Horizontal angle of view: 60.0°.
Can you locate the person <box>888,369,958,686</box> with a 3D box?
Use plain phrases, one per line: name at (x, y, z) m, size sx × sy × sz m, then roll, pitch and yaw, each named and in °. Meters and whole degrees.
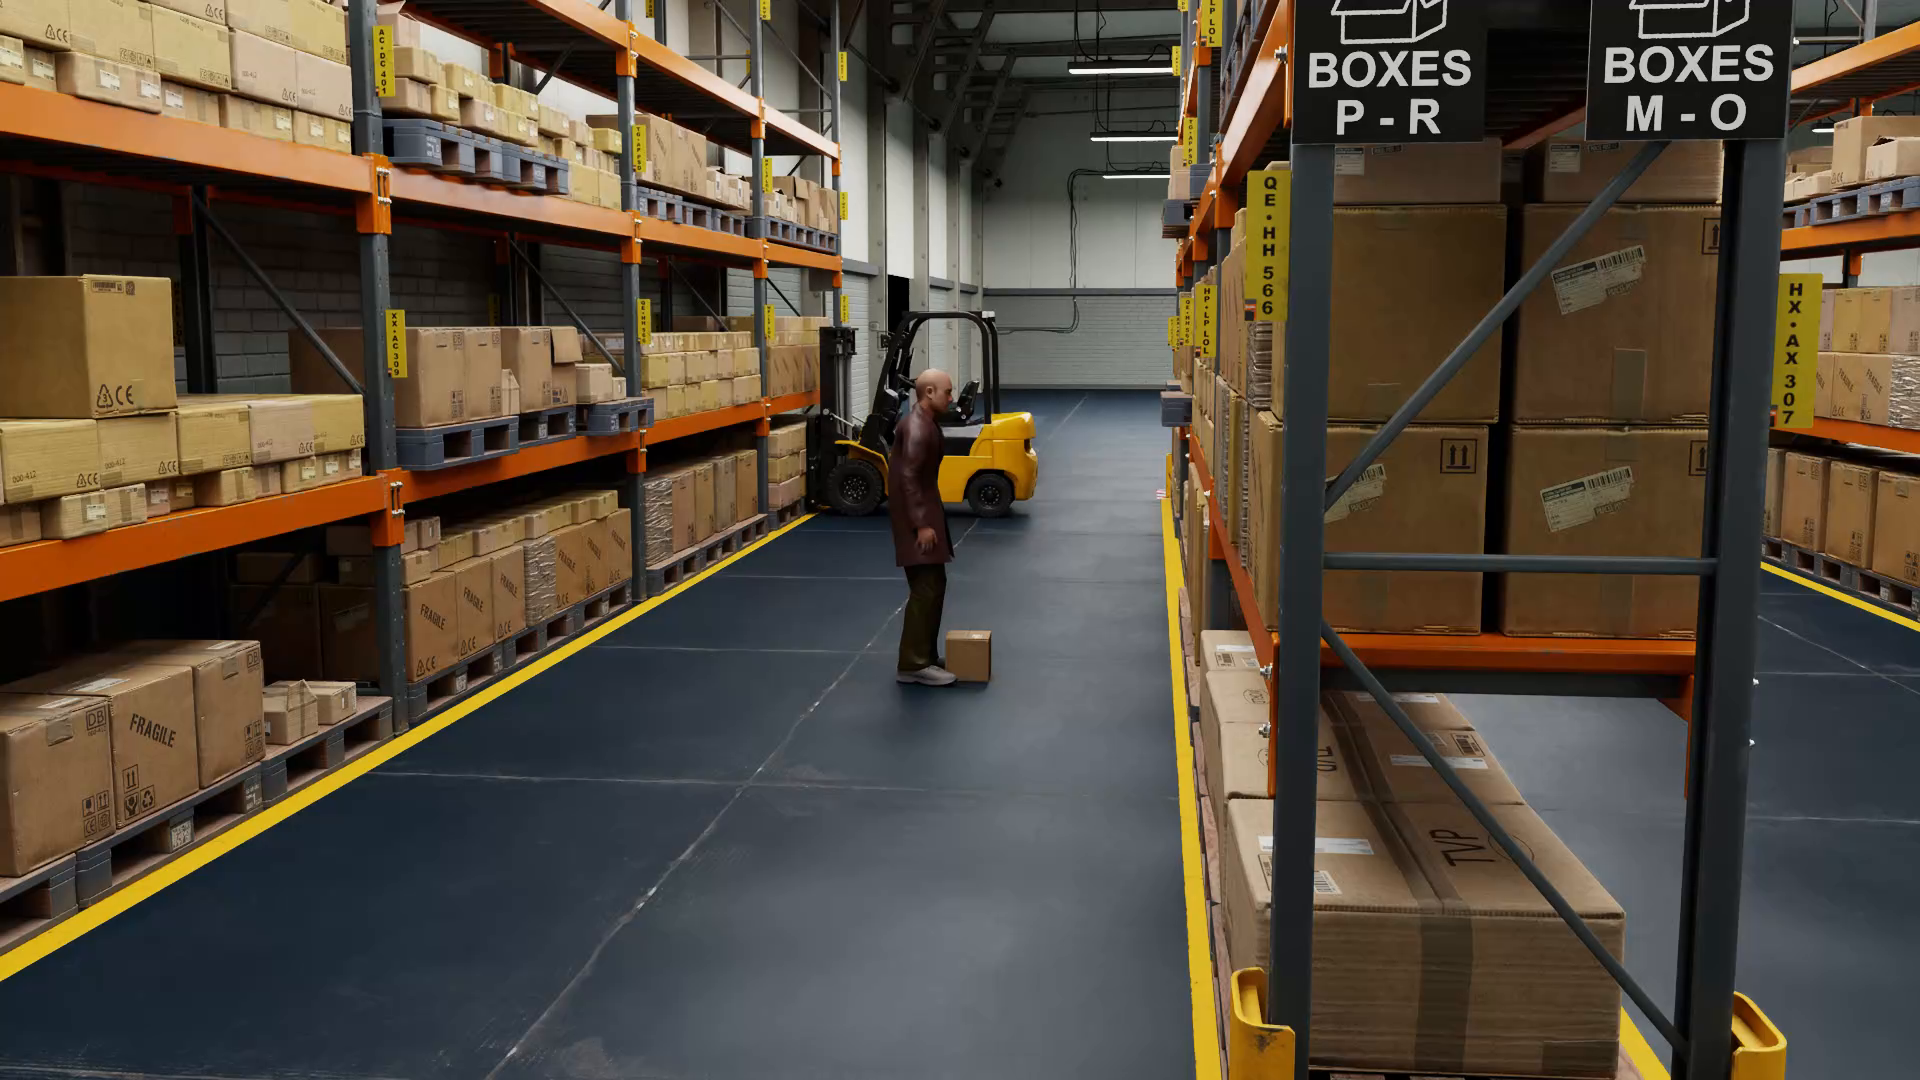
person at (-0.199, -0.089, 9.525) m, size 0.426 × 1.774 × 0.644 m, roll 1°, pitch 7°, yaw 7°
